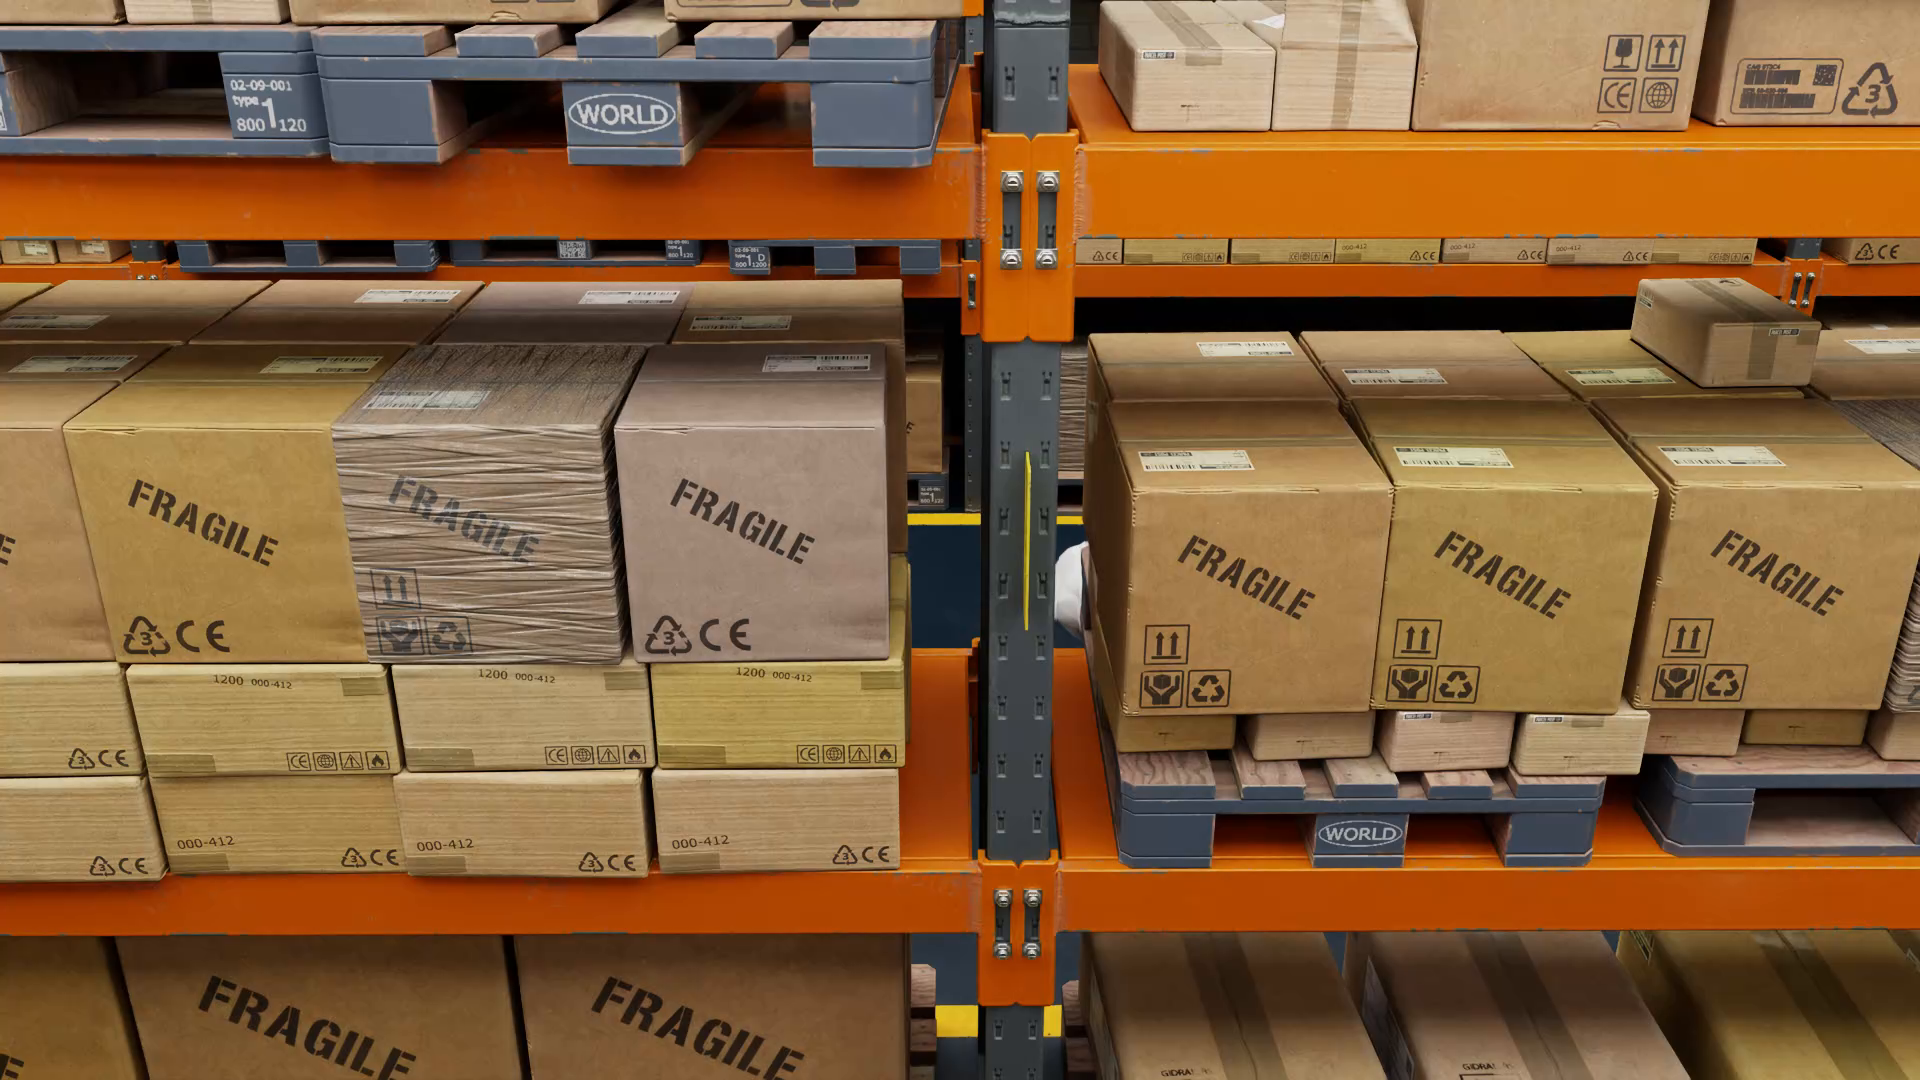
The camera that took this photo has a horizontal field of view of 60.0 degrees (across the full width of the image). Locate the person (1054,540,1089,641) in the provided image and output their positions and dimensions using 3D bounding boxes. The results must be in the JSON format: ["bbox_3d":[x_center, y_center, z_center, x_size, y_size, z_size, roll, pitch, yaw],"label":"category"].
[{"bbox_3d":[0.811,0.288,6.681,0.947,0.849,0.531,-1,24,-2],"label":"person"}]
